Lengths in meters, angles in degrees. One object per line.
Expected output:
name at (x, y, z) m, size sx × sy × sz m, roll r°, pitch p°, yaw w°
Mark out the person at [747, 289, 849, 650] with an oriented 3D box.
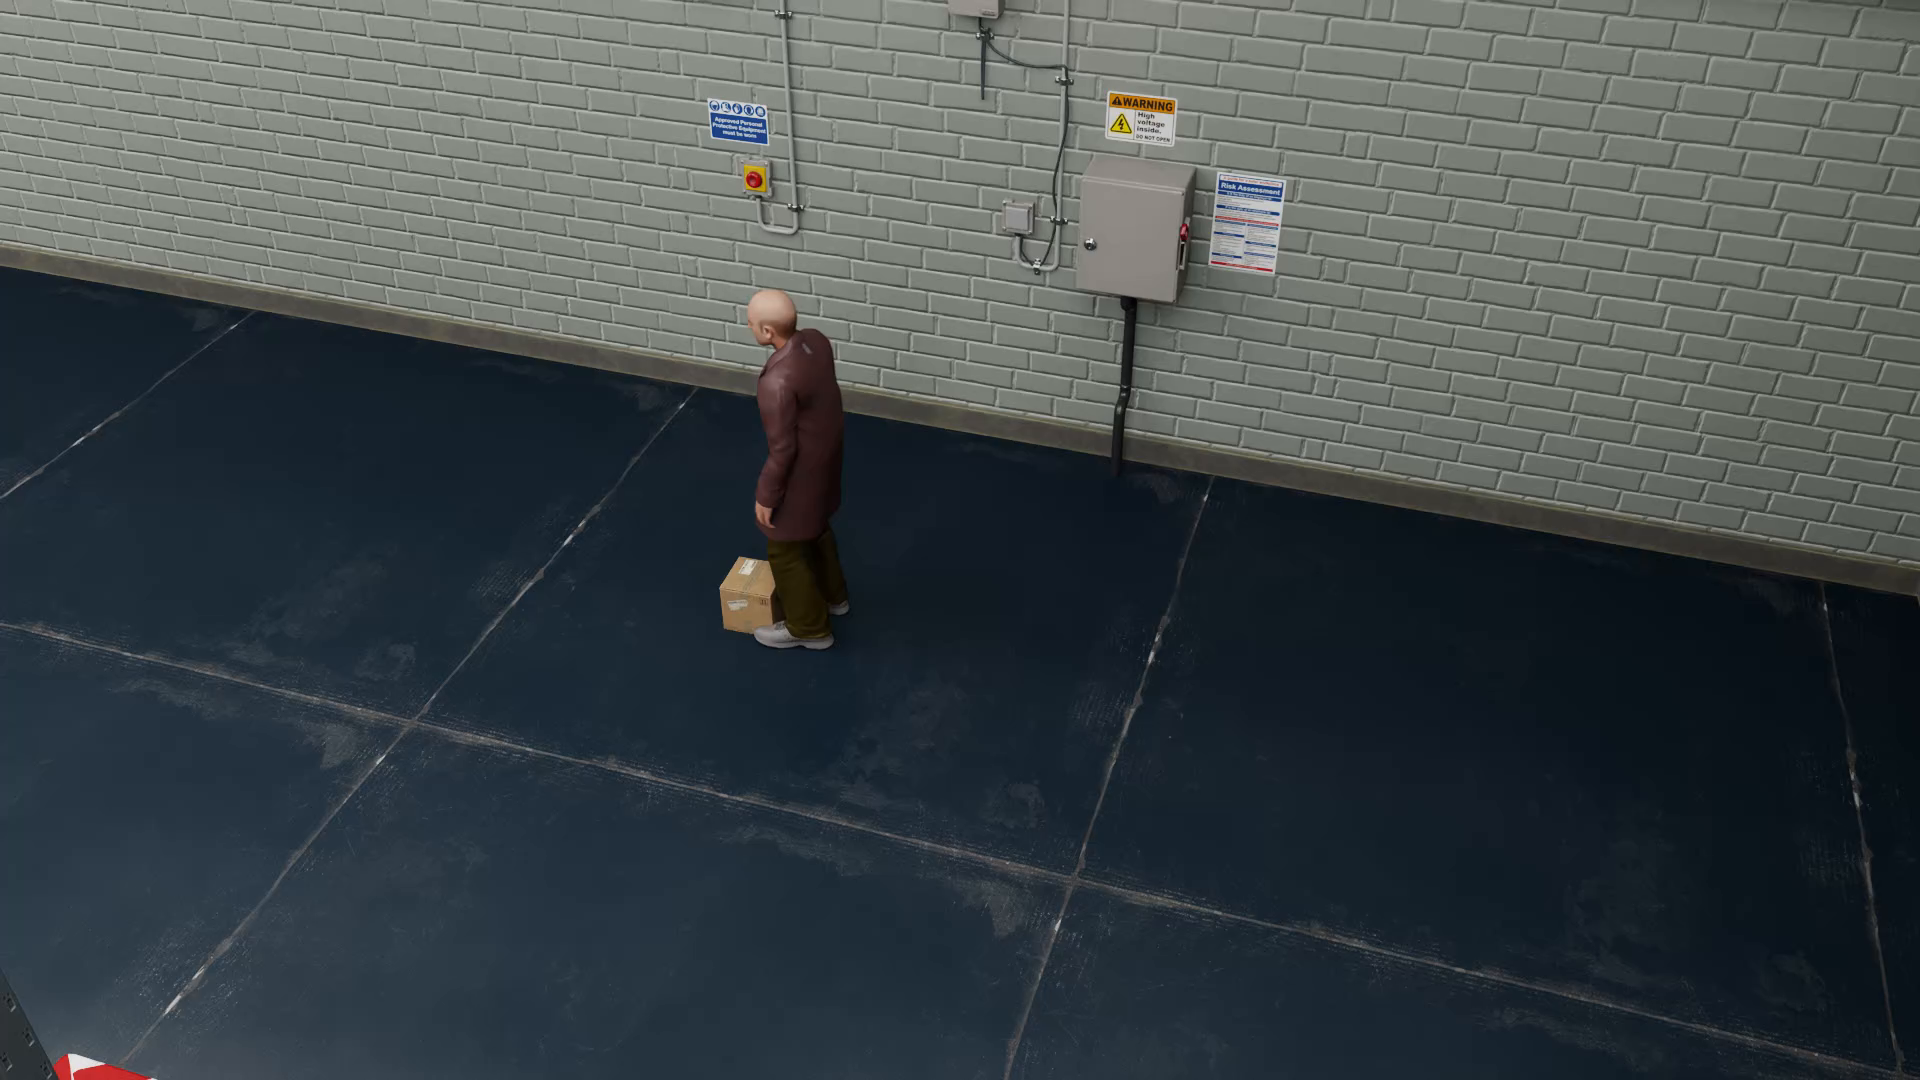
person at (-0.721, -0.304, 7.316) m, size 0.423 × 1.774 × 0.643 m, roll 11°, pitch 38°, yaw 14°
